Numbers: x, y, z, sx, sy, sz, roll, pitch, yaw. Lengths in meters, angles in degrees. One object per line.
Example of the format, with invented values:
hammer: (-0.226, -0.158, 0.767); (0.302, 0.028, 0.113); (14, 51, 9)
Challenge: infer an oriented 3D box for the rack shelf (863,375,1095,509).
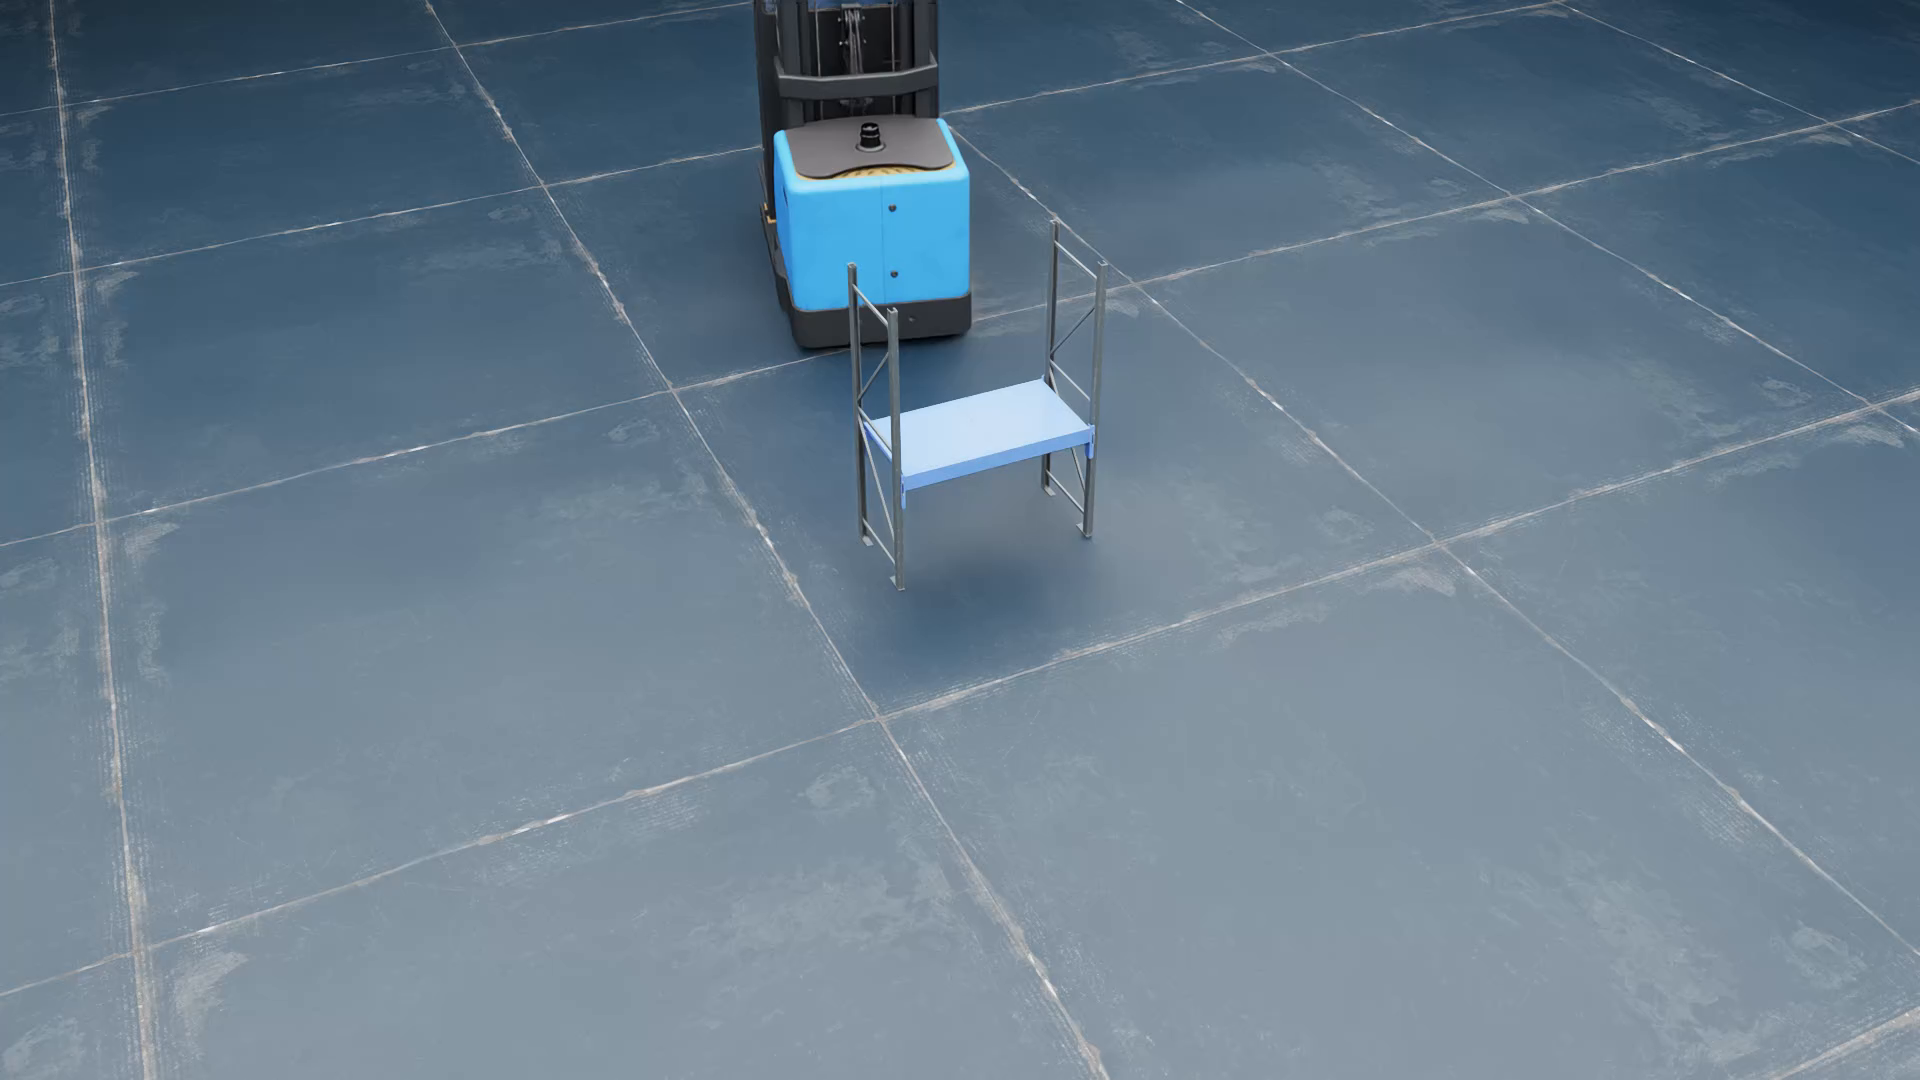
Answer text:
rack shelf: (0.077, -0.480, 7.939); (1.000, 0.185, 0.538); (-16, 39, -20)

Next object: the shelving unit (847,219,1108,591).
shelving unit: (0.077, -0.624, 7.832); (1.048, 1.500, 0.538); (-16, 39, -20)

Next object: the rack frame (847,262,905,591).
rack frame: (-0.383, -0.495, 7.659); (0.032, 1.500, 0.500); (-16, 39, -20)

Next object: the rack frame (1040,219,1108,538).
rack frame: (0.537, -0.753, 8.006); (0.032, 1.500, 0.500); (-16, 39, -20)

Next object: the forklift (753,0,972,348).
forklift: (-0.717, -3.166, 10.058); (1.130, 2.935, 3.031); (-7, 37, -9)
